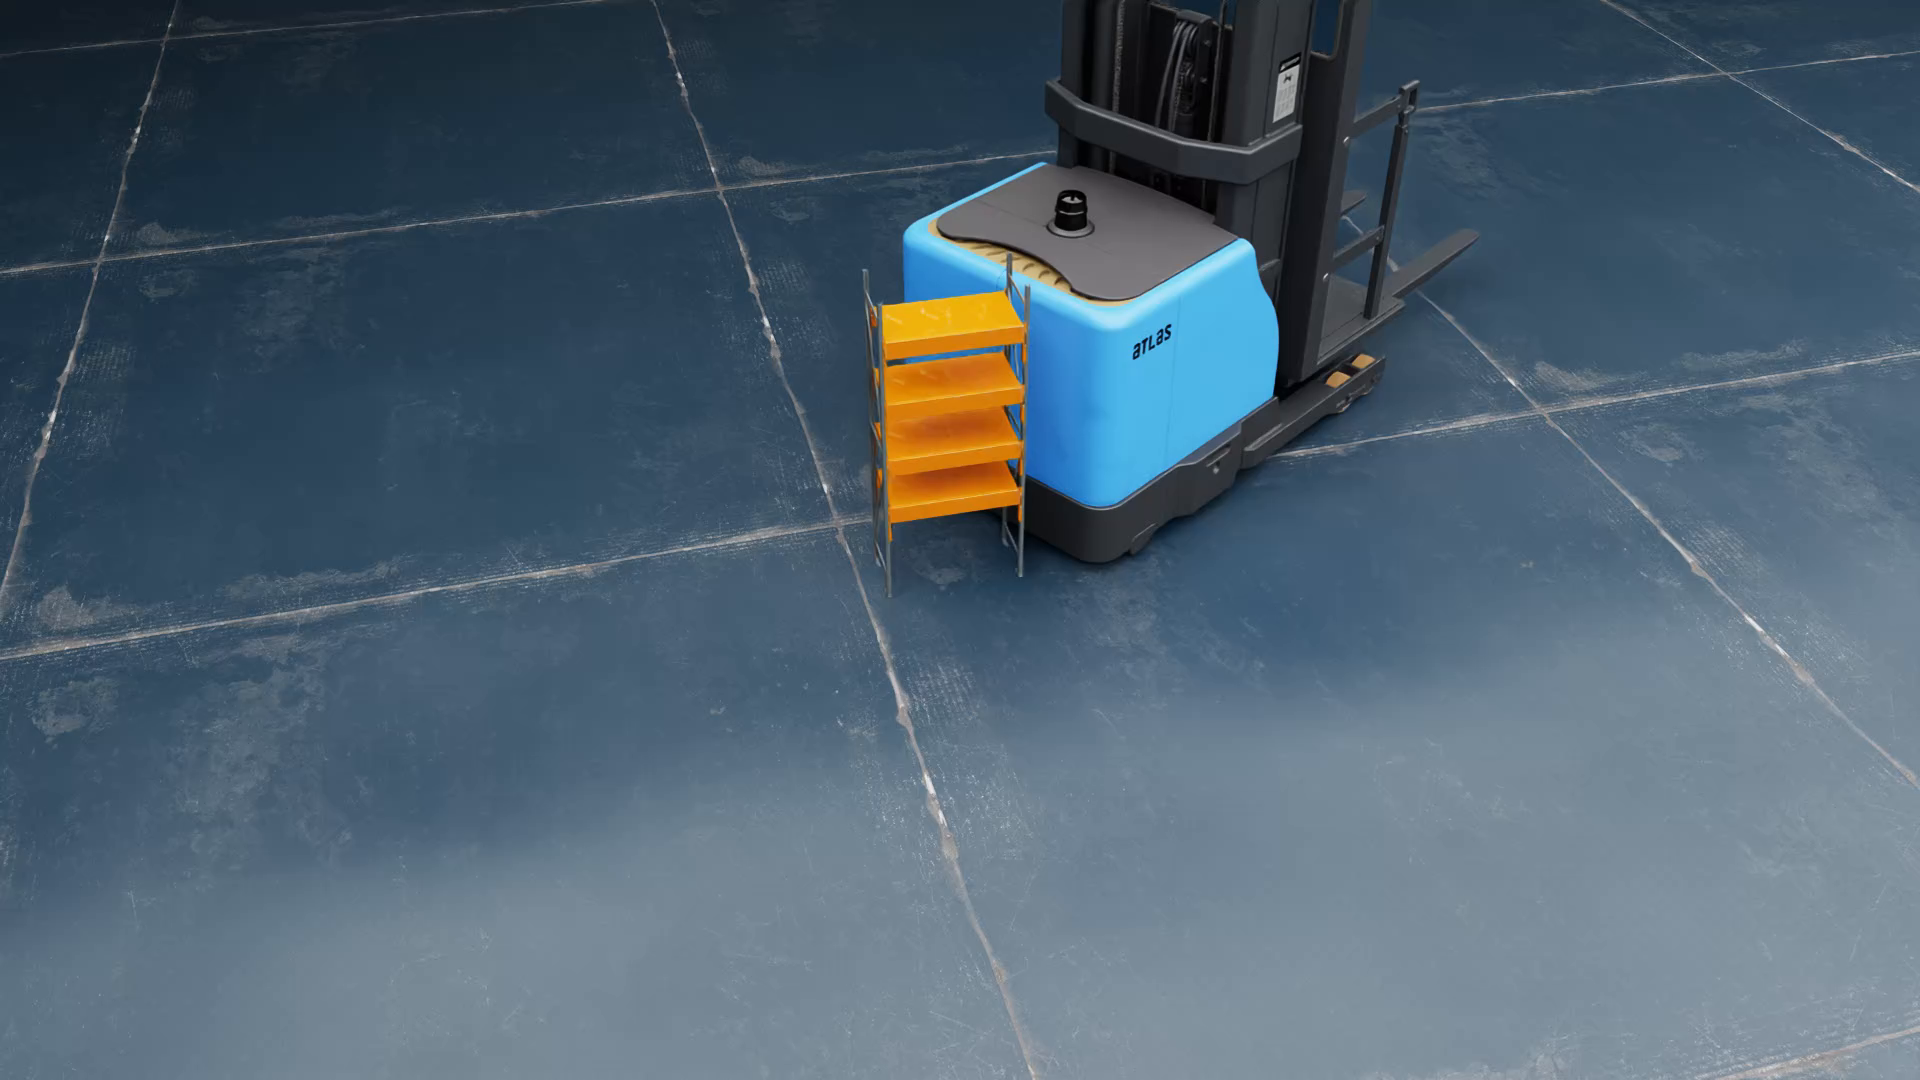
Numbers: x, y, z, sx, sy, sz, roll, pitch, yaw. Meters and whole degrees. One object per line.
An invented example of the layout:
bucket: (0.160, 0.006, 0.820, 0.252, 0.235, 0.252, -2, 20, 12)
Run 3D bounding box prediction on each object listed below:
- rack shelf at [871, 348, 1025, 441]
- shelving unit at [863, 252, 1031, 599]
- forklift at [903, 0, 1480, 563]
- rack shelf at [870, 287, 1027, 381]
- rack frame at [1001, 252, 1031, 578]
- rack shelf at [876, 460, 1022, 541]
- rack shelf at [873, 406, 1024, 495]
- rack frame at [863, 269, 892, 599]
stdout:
rack shelf: (-0.045, -0.497, 5.655, 0.480, 0.148, 0.258, -9, 38, -11)
shelving unit: (-0.045, -0.373, 5.750, 0.503, 1.200, 0.258, -9, 38, -11)
forklift: (1.151, -1.887, 6.304, 1.130, 2.935, 3.031, 30, 46, 33)
rack shelf: (-0.045, -0.685, 5.511, 0.480, 0.148, 0.258, -9, 38, -11)
rack frame: (0.192, -0.409, 5.797, 0.015, 1.200, 0.240, -9, 38, -11)
rack shelf: (-0.045, -0.162, 5.912, 0.480, 0.148, 0.258, -9, 38, -11)
rack shelf: (-0.045, -0.320, 5.791, 0.480, 0.148, 0.258, -9, 38, -11)
rack frame: (-0.281, -0.337, 5.703, 0.015, 1.200, 0.240, -9, 38, -11)
